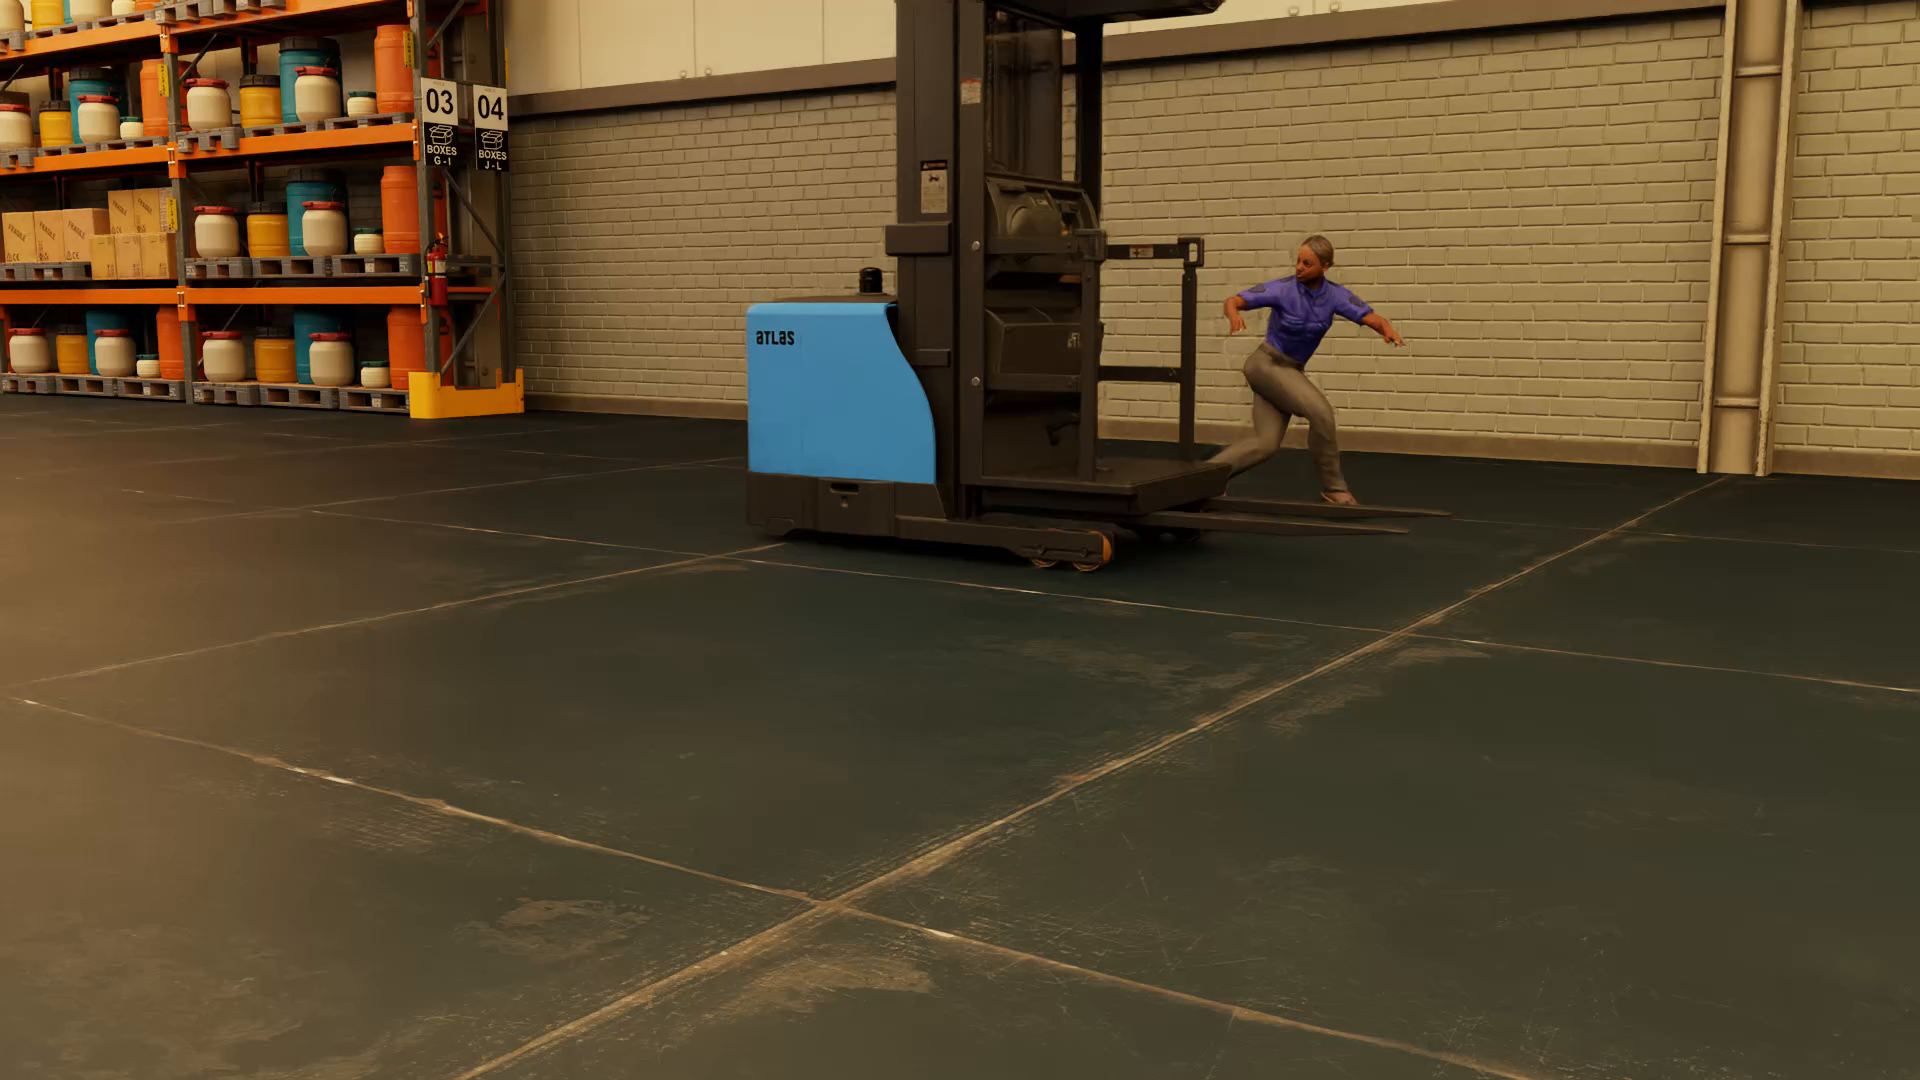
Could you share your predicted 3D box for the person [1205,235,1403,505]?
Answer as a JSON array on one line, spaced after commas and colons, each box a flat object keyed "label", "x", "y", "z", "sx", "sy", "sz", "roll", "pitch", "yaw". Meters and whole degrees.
[{"label": "person", "x": 1.712, "y": -0.829, "z": 8.529, "sx": 0.859, "sy": 1.435, "sz": 1.052, "roll": -7, "pitch": 11, "yaw": -42}]

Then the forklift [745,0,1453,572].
[{"label": "forklift", "x": 0.542, "y": -1.408, "z": 7.095, "sx": 3.031, "sy": 2.935, "sz": 1.130, "roll": 5, "pitch": 9, "yaw": 31}]
